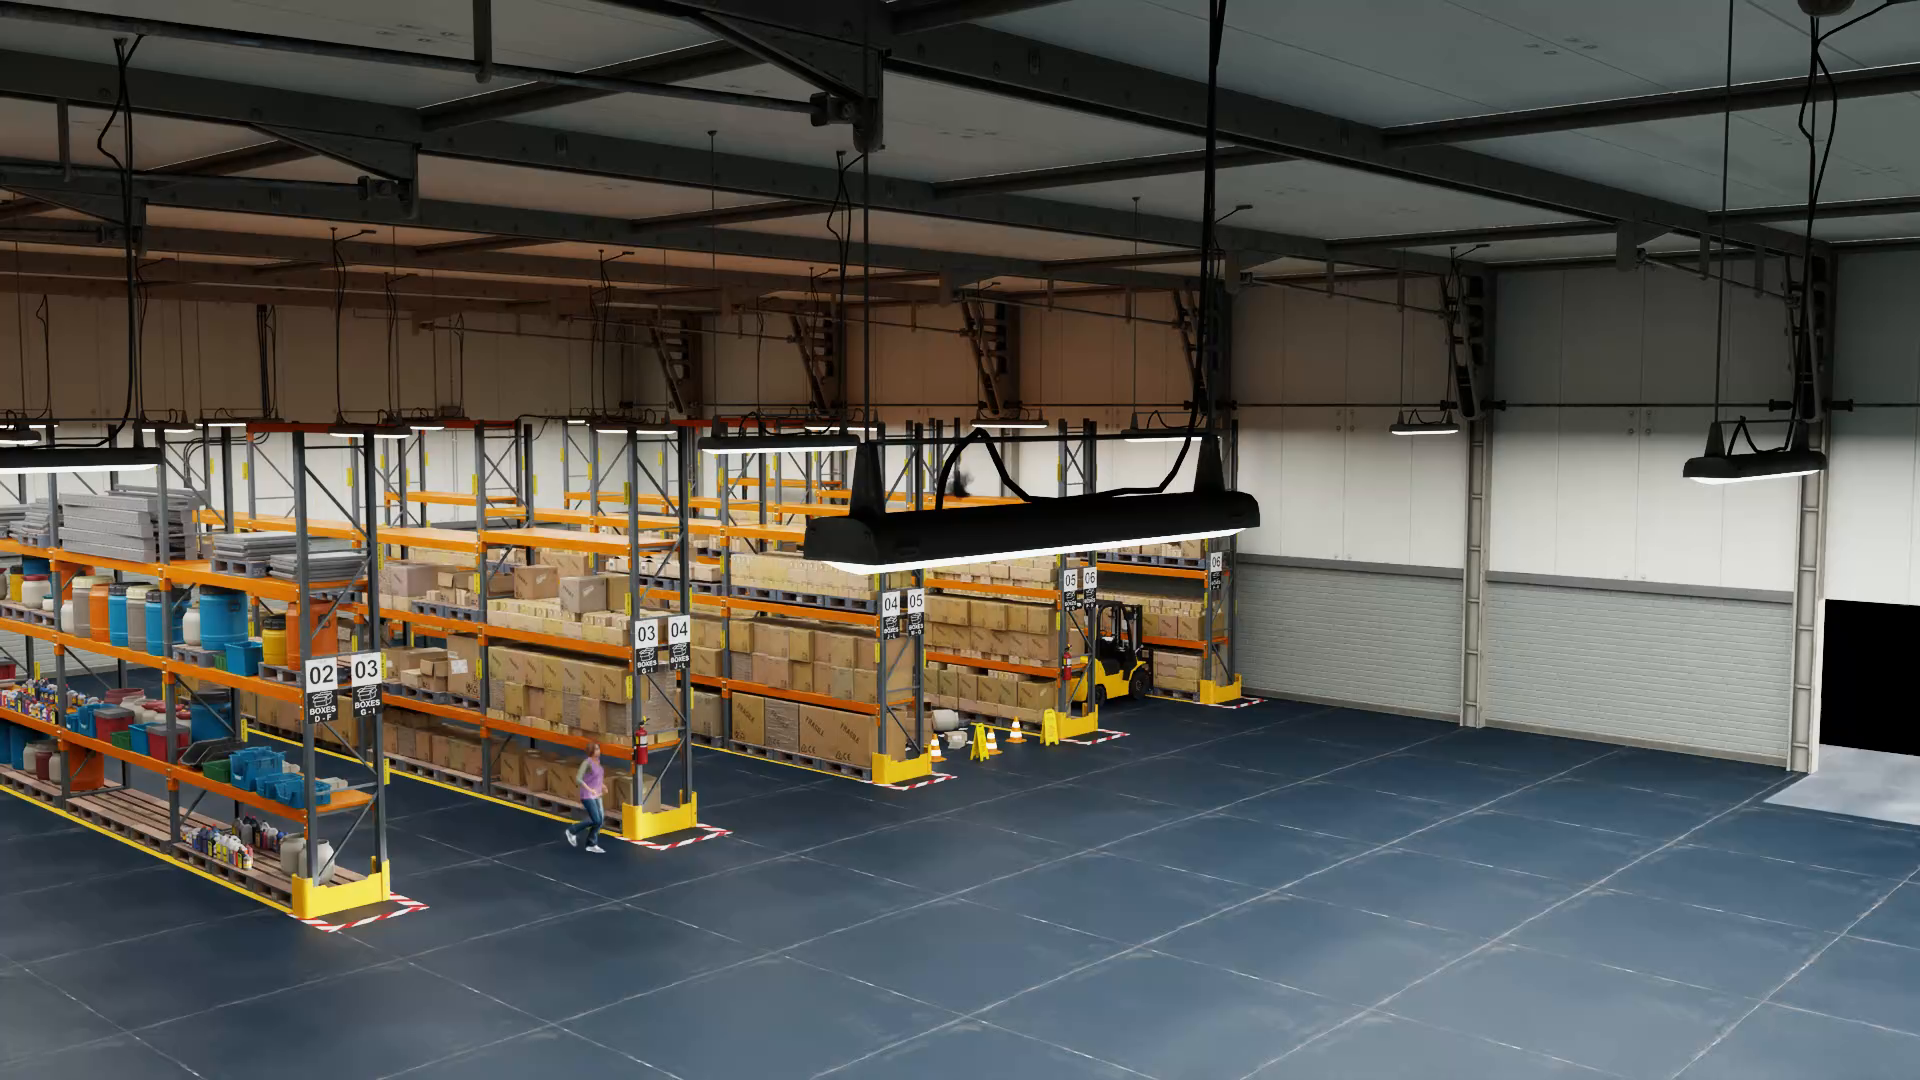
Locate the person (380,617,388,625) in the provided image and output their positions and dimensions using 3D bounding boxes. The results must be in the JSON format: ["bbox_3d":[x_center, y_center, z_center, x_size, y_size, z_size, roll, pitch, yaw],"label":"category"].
[{"bbox_3d":[-13.891,2.228,39.524,0.964,1.693,0.726,-3,6,-36],"label":"person"}]

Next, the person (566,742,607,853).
[{"bbox_3d":[-5.289,3.640,23.565,0.543,1.582,0.576,1,5,13],"label":"person"}]
